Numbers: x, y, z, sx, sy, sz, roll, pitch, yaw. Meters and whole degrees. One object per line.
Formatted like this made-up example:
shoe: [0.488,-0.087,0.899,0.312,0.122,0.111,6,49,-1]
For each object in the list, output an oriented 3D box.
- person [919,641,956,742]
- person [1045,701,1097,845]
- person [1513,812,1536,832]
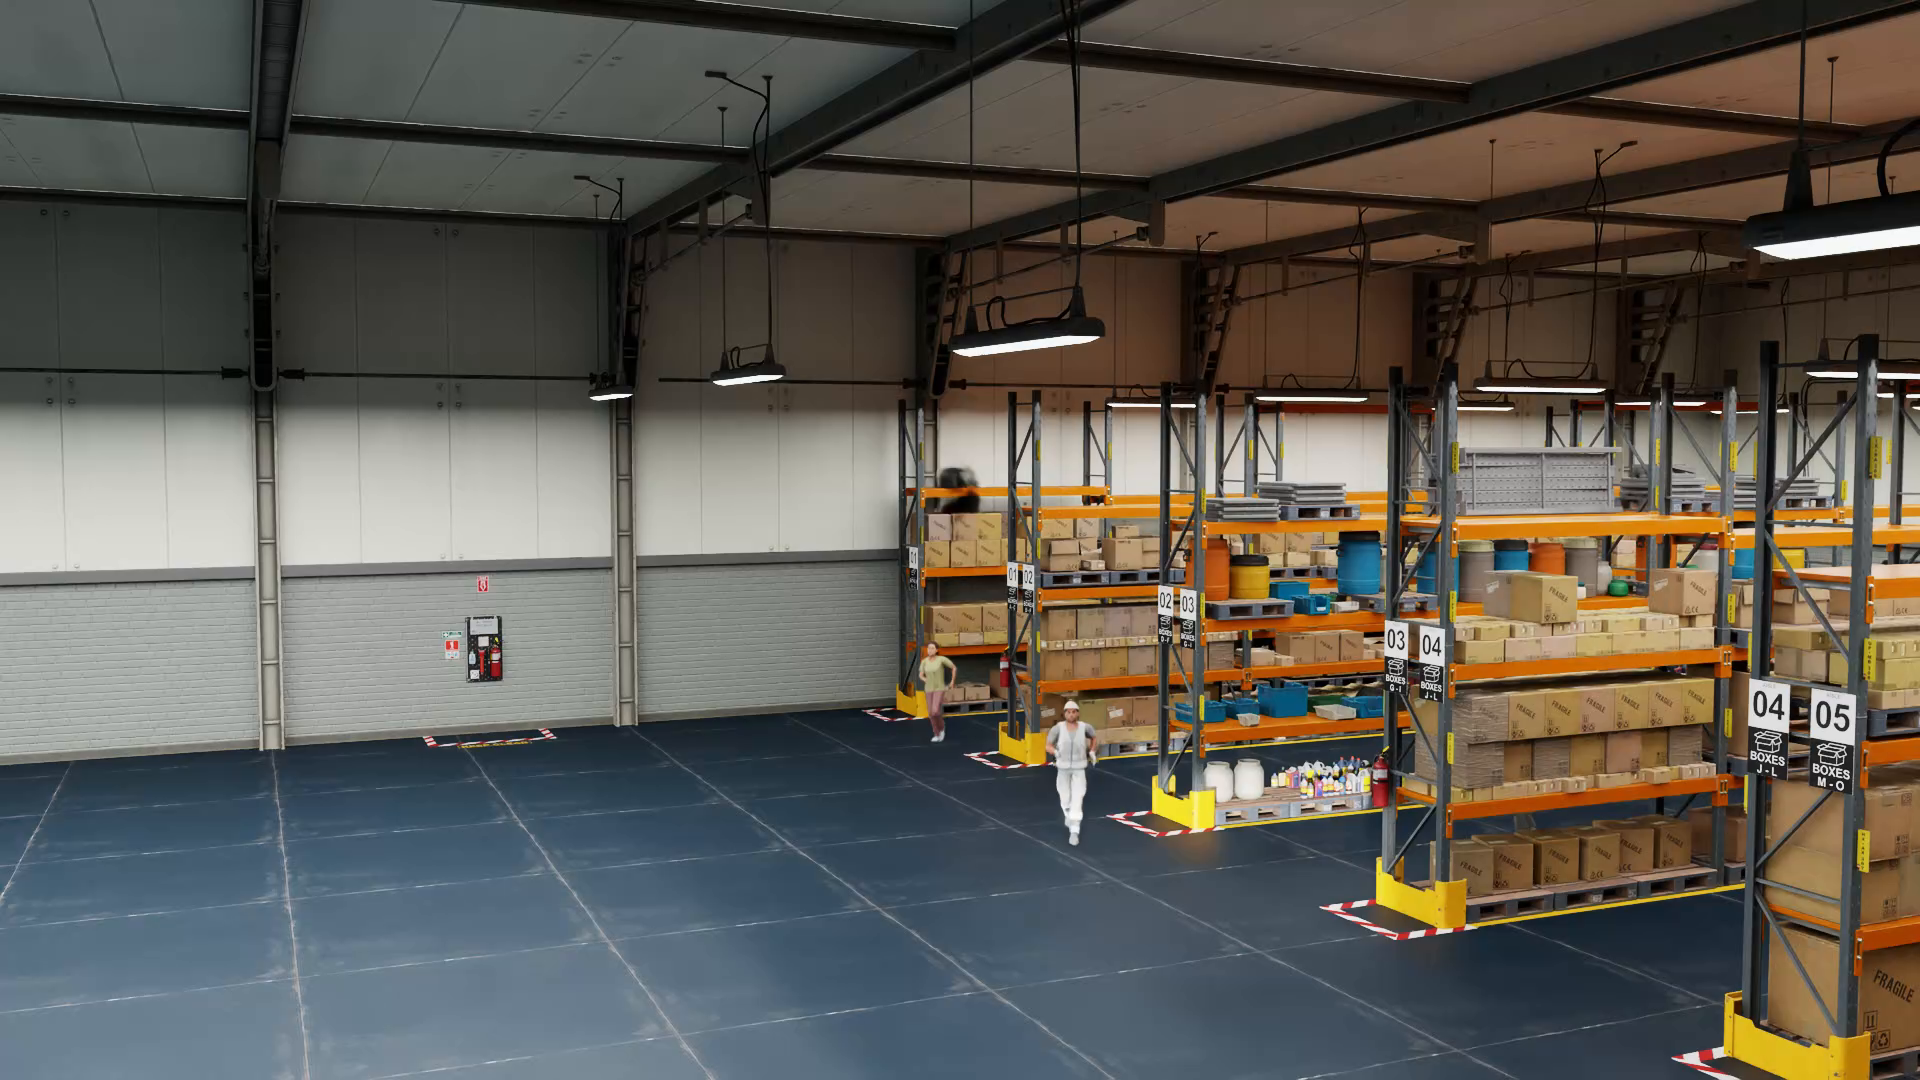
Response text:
person: [-0.406,2.474,27.049,0.572,1.658,0.605,1,4,22]
person: [1.443,2.978,21.615,0.669,1.783,1.009,0,3,6]
person: [7.225,3.071,21.427,0.706,1.700,0.529,-2,4,-35]
